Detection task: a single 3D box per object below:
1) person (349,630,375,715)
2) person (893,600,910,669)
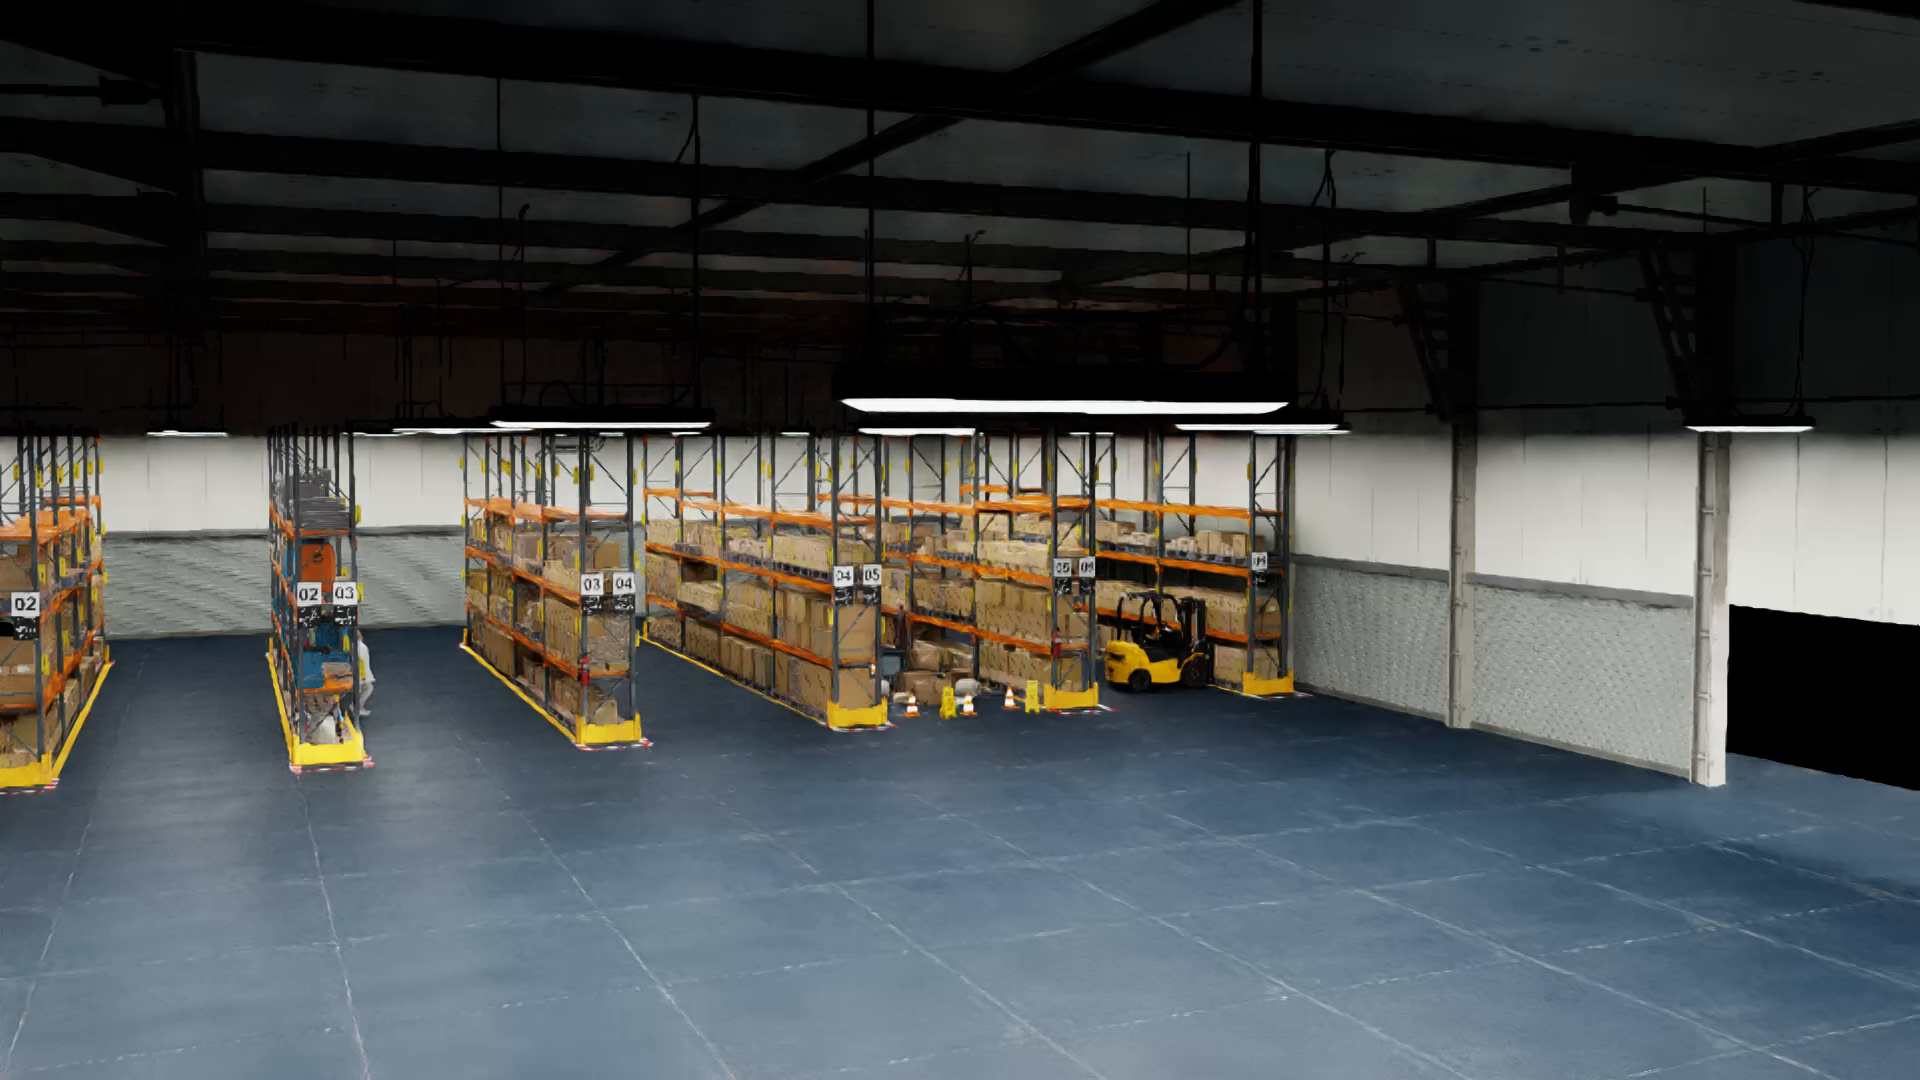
[{"bbox_3d":[-12.403,2.733,34.359,0.509,1.777,0.620,-3,5,-42],"label":"person"},{"bbox_3d":[-1.493,2.349,40.381,0.637,1.775,0.675,0,3,0],"label":"person"}]
